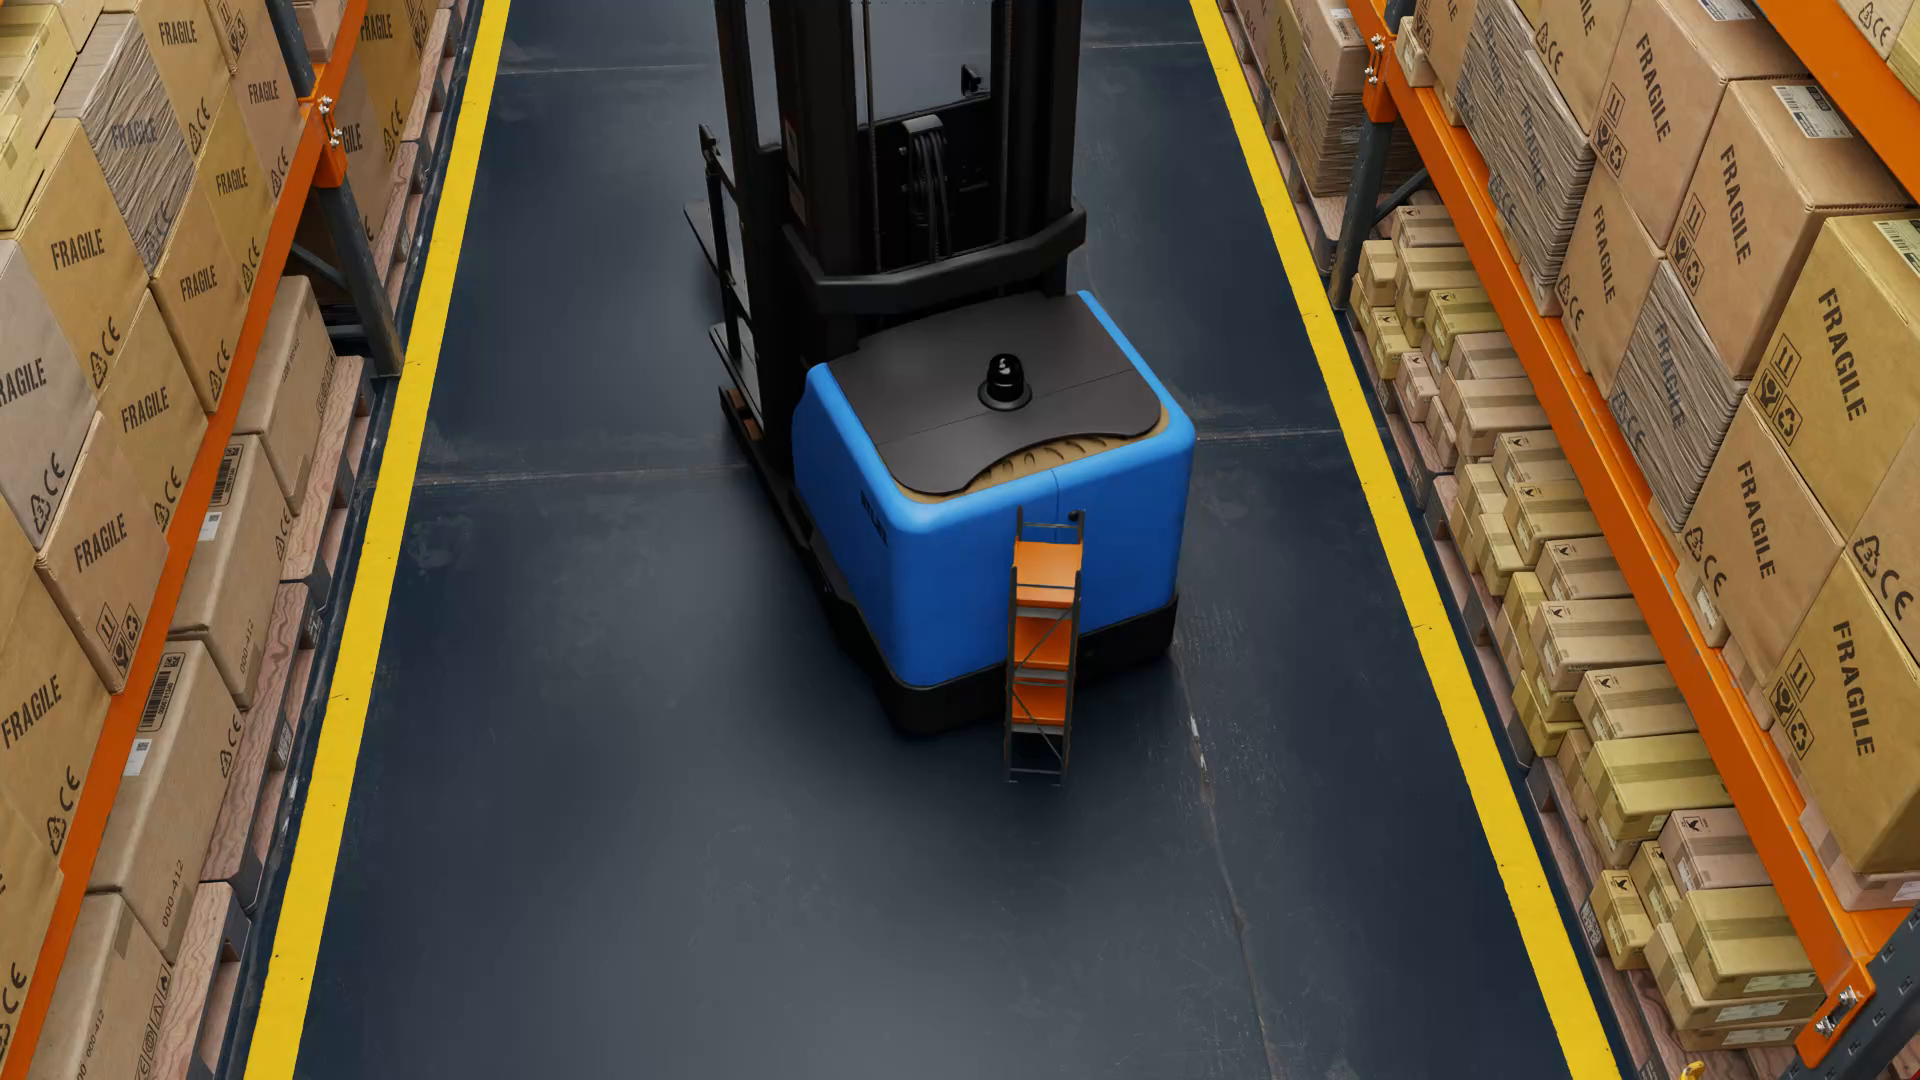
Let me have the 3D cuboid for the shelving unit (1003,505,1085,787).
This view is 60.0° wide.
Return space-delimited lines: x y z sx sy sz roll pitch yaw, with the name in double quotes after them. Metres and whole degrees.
0.257 0.356 5.189 0.215 1.050 0.252 4 47 4 "shelving unit"

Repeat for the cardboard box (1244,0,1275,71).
1.713 -2.636 8.113 0.500 0.500 0.500 -4 47 -4 "cardboard box"

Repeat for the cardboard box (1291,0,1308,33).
1.763 -2.528 7.494 0.500 0.250 0.500 -1 47 -1 "cardboard box"

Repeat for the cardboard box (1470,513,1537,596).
1.958 0.041 5.615 0.380 0.149 0.250 -3 47 -3 "cardboard box"

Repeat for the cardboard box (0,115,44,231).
-2.324 -0.820 3.756 0.380 0.149 0.250 -5 47 -4 "cardboard box"

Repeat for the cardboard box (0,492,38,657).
-2.289 0.063 3.367 0.500 0.500 0.500 -5 47 -4 "cardboard box"

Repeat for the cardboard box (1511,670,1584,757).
2.014 0.538 5.349 0.380 0.149 0.250 -5 47 -5 "cardboard box"

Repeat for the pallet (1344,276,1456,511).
2.199 -0.646 6.716 1.003 0.211 1.213 -3 47 -3 "pallet"

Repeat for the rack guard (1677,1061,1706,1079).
2.436 1.610 4.381 1.175 0.500 0.348 -3 47 -3 "rack guard"

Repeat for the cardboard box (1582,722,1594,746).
2.148 0.598 5.087 0.380 0.149 0.250 -4 47 -4 "cardboard box"

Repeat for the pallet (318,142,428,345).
-2.957 -1.309 7.345 1.003 0.211 1.213 -3 47 -3 "pallet"

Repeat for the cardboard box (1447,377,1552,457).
1.948 -0.436 5.862 0.380 0.149 0.250 -3 47 -2 "cardboard box"

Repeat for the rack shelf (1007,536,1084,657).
0.257 0.168 4.991 0.215 0.259 0.240 4 47 4 "rack shelf"

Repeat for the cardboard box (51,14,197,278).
-2.416 -1.033 4.405 0.500 0.500 0.500 -3 47 -3 "cardboard box"

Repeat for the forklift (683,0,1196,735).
-0.308 -1.445 5.600 1.130 2.935 3.031 -18 49 -16 "forklift"

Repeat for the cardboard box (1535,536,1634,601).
2.085 0.125 5.331 0.380 0.149 0.250 -5 47 -5 "cardboard box"

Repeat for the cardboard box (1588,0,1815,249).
2.013 -1.116 4.278 0.500 0.500 0.500 -5 47 -5 "cardboard box"

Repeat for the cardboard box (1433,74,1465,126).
1.900 -1.595 5.868 0.380 0.149 0.250 -2 47 -2 "cardboard box"

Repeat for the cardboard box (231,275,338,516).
-2.871 -0.517 6.149 0.875 0.438 0.875 -4 47 -4 "cardboard box"

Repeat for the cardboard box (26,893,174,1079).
-2.637 1.445 4.291 0.875 0.438 0.875 -5 47 -5 "cardboard box"

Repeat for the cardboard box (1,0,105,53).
-2.453 -1.373 4.280 0.380 0.149 0.250 -4 47 -4 "cardboard box"

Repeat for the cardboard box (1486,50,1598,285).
1.952 -1.127 4.978 0.500 0.500 0.500 -4 47 -4 "cardboard box"

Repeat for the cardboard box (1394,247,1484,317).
1.894 -0.993 6.389 0.380 0.149 0.250 -1 47 -1 "cardboard box"

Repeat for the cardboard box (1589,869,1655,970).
2.068 1.093 4.823 0.380 0.149 0.250 -2 47 -2 "cardboard box"

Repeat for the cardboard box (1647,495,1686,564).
2.076 -0.065 4.419 0.380 0.149 0.250 -5 47 -5 "cardboard box"

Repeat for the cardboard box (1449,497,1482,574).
1.967 -0.033 5.890 0.380 0.149 0.250 -5 47 -4 "cardboard box"

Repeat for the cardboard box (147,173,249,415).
-2.418 -0.694 4.773 0.500 0.500 0.500 -4 47 -4 "cardboard box"

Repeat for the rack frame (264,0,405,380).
-2.817 -1.715 5.808 1.000 3.000 0.127 -3 47 -3 "rack frame"

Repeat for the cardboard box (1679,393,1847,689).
2.110 -0.014 3.923 0.500 0.500 0.500 -4 47 -4 "cardboard box"

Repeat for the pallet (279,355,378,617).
-2.831 -0.201 6.295 1.003 0.211 1.213 -3 47 -3 "pallet"

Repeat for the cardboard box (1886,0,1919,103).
2.090 -0.856 3.032 0.500 0.250 0.500 -3 47 -3 "cardboard box"

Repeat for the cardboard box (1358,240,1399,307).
1.819 -1.073 6.670 0.380 0.149 0.250 -2 47 -1 "cardboard box"

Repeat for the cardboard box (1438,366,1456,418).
2.005 -0.526 6.152 0.380 0.149 0.250 -6 47 -5 "cardboard box"

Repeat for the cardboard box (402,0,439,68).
-3.106 -2.872 8.078 0.875 0.875 0.875 -3 47 -3 "cardboard box"

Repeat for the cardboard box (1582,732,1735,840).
2.033 0.704 4.782 0.380 0.149 0.250 -4 47 -4 "cardboard box"

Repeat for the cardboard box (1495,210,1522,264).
1.948 -1.022 5.325 0.380 0.149 0.250 -3 47 -3 "cardboard box"

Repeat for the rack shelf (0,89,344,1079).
-2.650 -0.020 4.699 1.077 0.370 4.000 -3 47 -3 "rack shelf"

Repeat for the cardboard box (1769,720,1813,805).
2.150 0.491 3.892 0.380 0.149 0.250 -4 47 -3 "cardboard box"

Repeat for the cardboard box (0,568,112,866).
-2.306 0.416 3.721 0.500 0.500 0.500 -4 47 -4 "cardboard box"

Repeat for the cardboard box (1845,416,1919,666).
2.156 0.009 3.213 0.500 0.500 0.500 -4 47 -4 "cardboard box"

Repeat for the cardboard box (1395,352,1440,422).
1.912 -0.600 6.427 0.380 0.149 0.250 -4 47 -3 "cardboard box"

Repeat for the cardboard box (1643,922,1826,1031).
2.113 1.175 4.541 0.380 0.149 0.250 -5 47 -4 "cardboard box"

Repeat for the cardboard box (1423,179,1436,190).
2.310 -1.924 7.439 0.500 0.500 0.500 -2 47 -2 "cardboard box"
